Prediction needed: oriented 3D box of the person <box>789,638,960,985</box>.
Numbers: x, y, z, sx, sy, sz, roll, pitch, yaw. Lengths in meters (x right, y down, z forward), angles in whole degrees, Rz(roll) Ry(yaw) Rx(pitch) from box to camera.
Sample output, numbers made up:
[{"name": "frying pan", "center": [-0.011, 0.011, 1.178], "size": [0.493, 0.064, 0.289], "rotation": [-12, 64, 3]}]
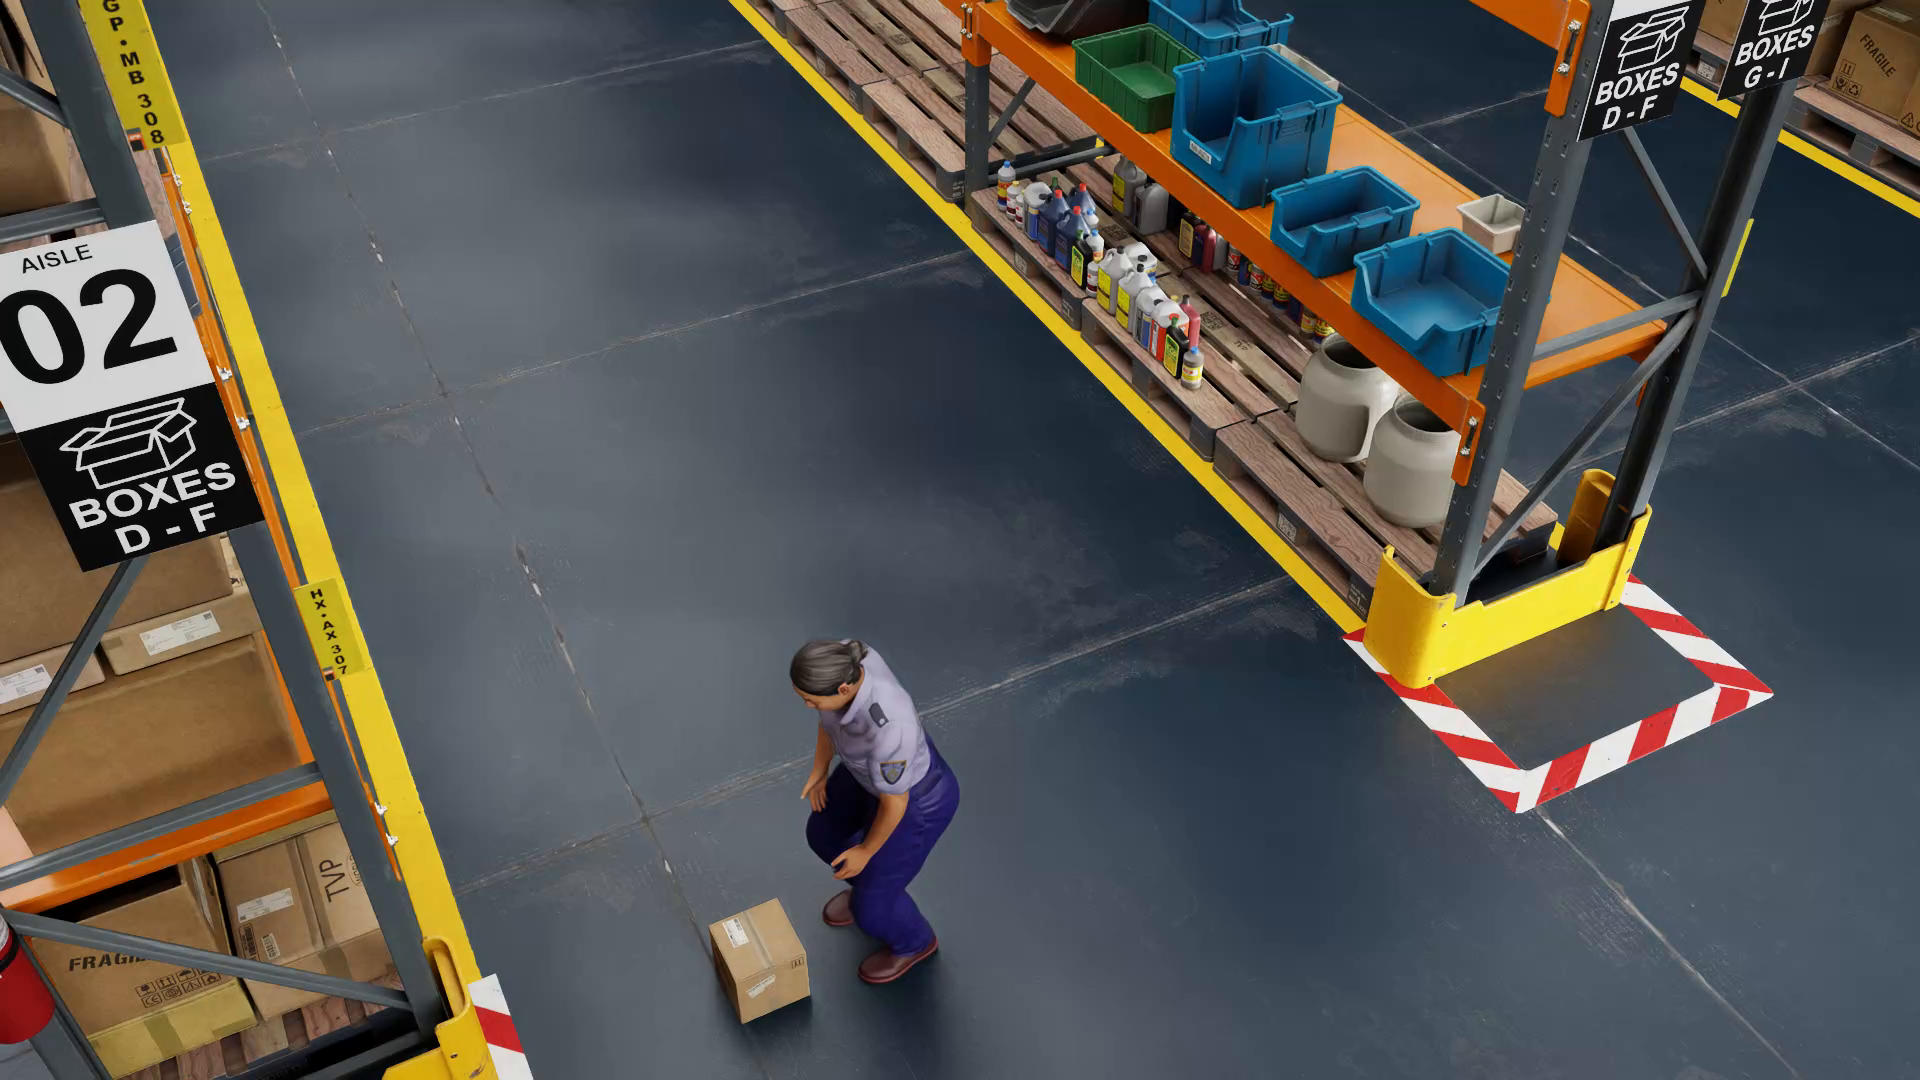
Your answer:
[{"name": "person", "center": [-0.260, 0.831, 5.332], "size": [0.507, 1.529, 0.519], "rotation": [-18, 45, -19]}]
